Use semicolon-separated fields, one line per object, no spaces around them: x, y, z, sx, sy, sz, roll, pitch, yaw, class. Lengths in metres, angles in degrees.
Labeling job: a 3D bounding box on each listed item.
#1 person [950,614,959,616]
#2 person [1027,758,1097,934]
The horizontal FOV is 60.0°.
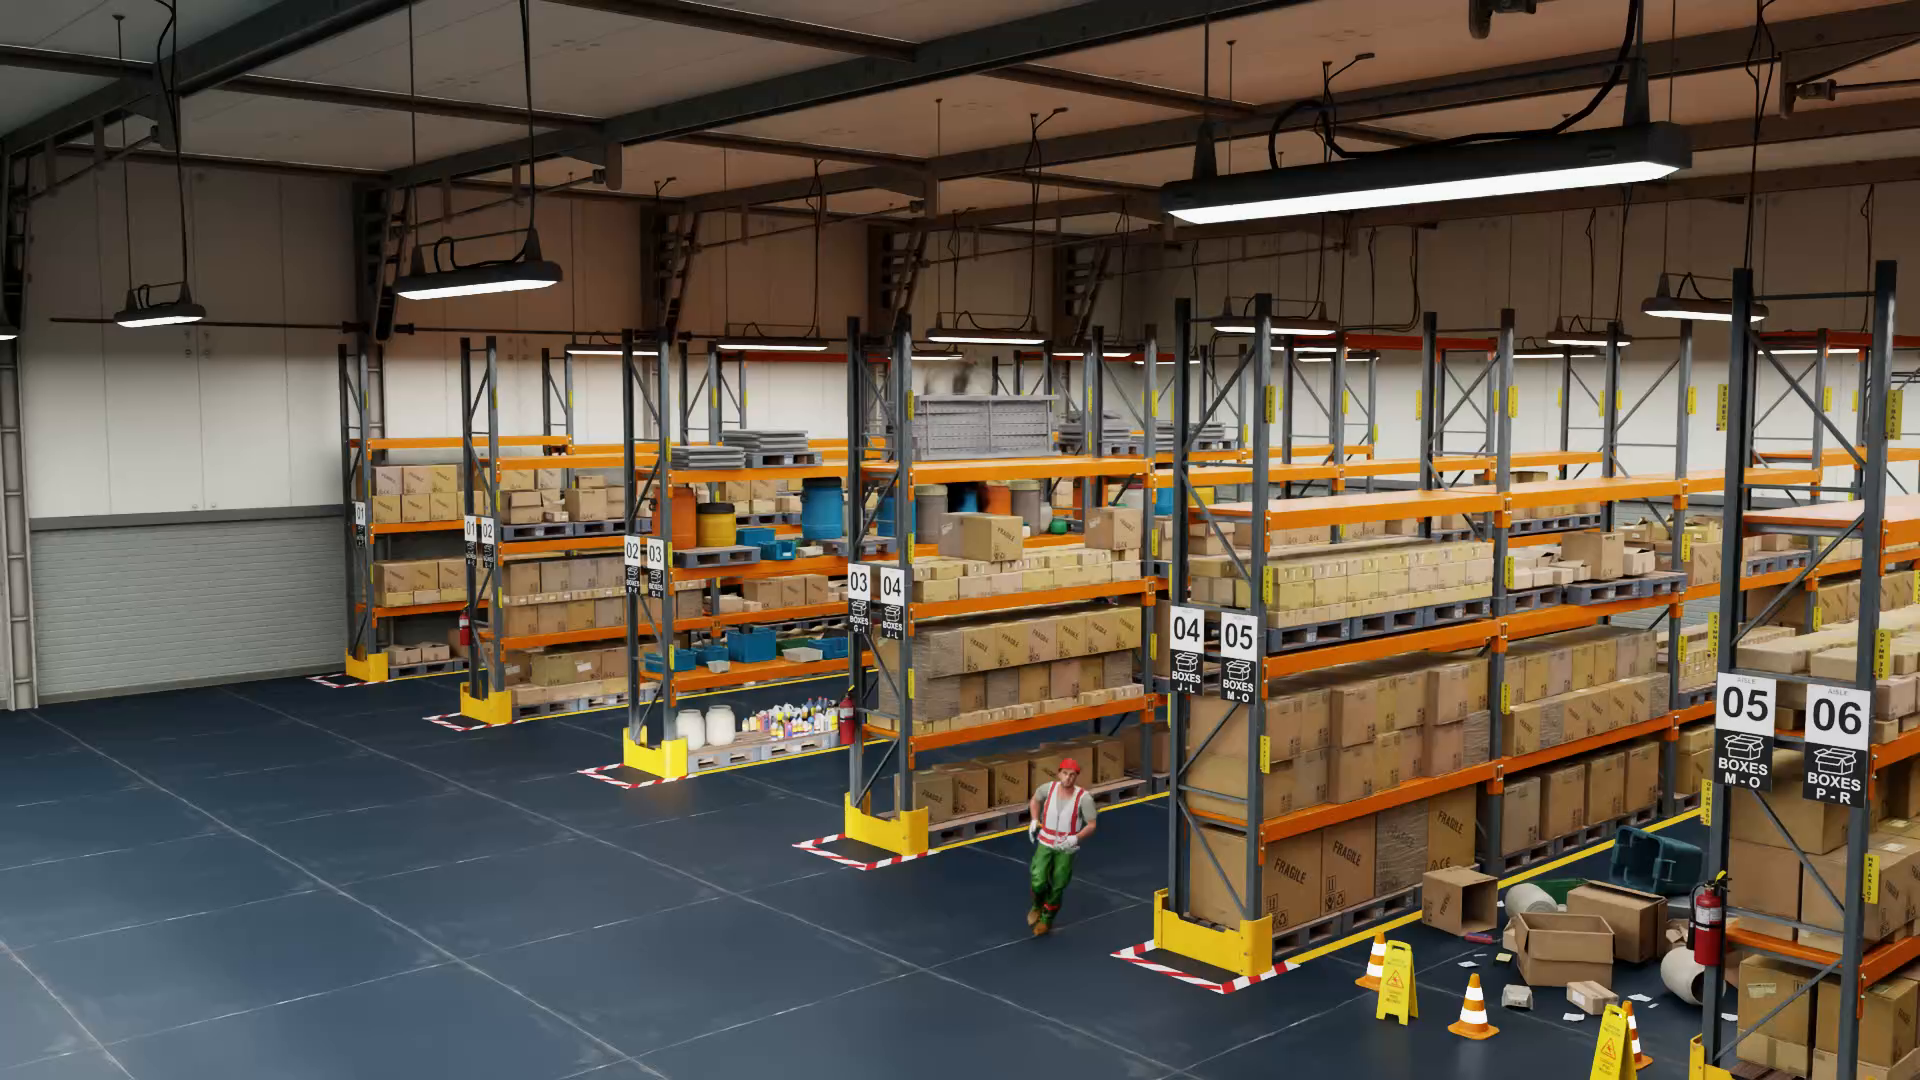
-0.059;1.413;29.617;0.625;1.661;0.665;4;6;36;person
0.947;2.900;15.675;0.696;1.729;0.561;1;5;13;person
